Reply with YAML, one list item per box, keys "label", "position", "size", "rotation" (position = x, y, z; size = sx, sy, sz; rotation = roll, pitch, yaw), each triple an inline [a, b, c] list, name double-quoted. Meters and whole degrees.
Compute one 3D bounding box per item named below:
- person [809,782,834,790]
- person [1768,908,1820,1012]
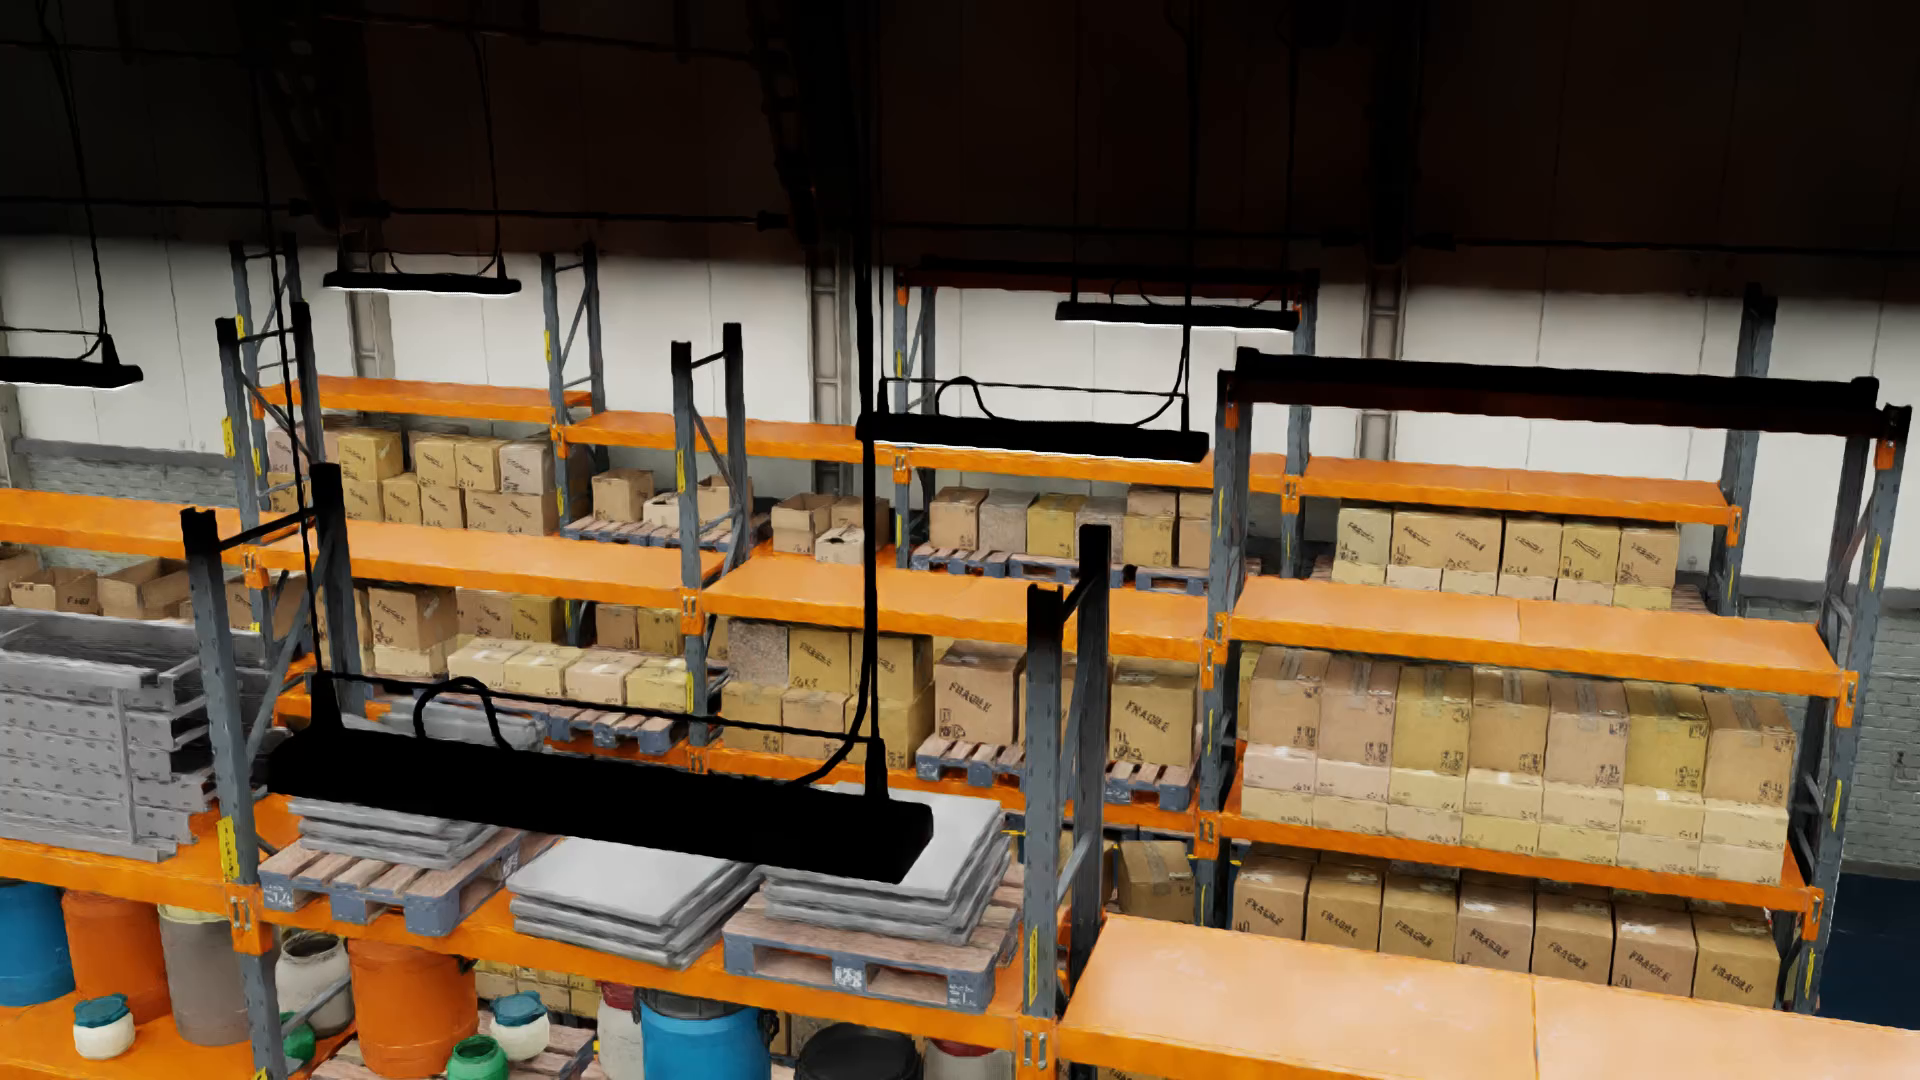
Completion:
- label: "person"
  position: [-1.258, 2.686, 16.375]
  size: [0.578, 1.714, 0.719]
  rotation: [4, 17, 14]
- label: "person"
  position: [6.495, 3.601, 13.172]
  size: [0.595, 1.680, 0.381]
  rotation: [4, 16, 12]
